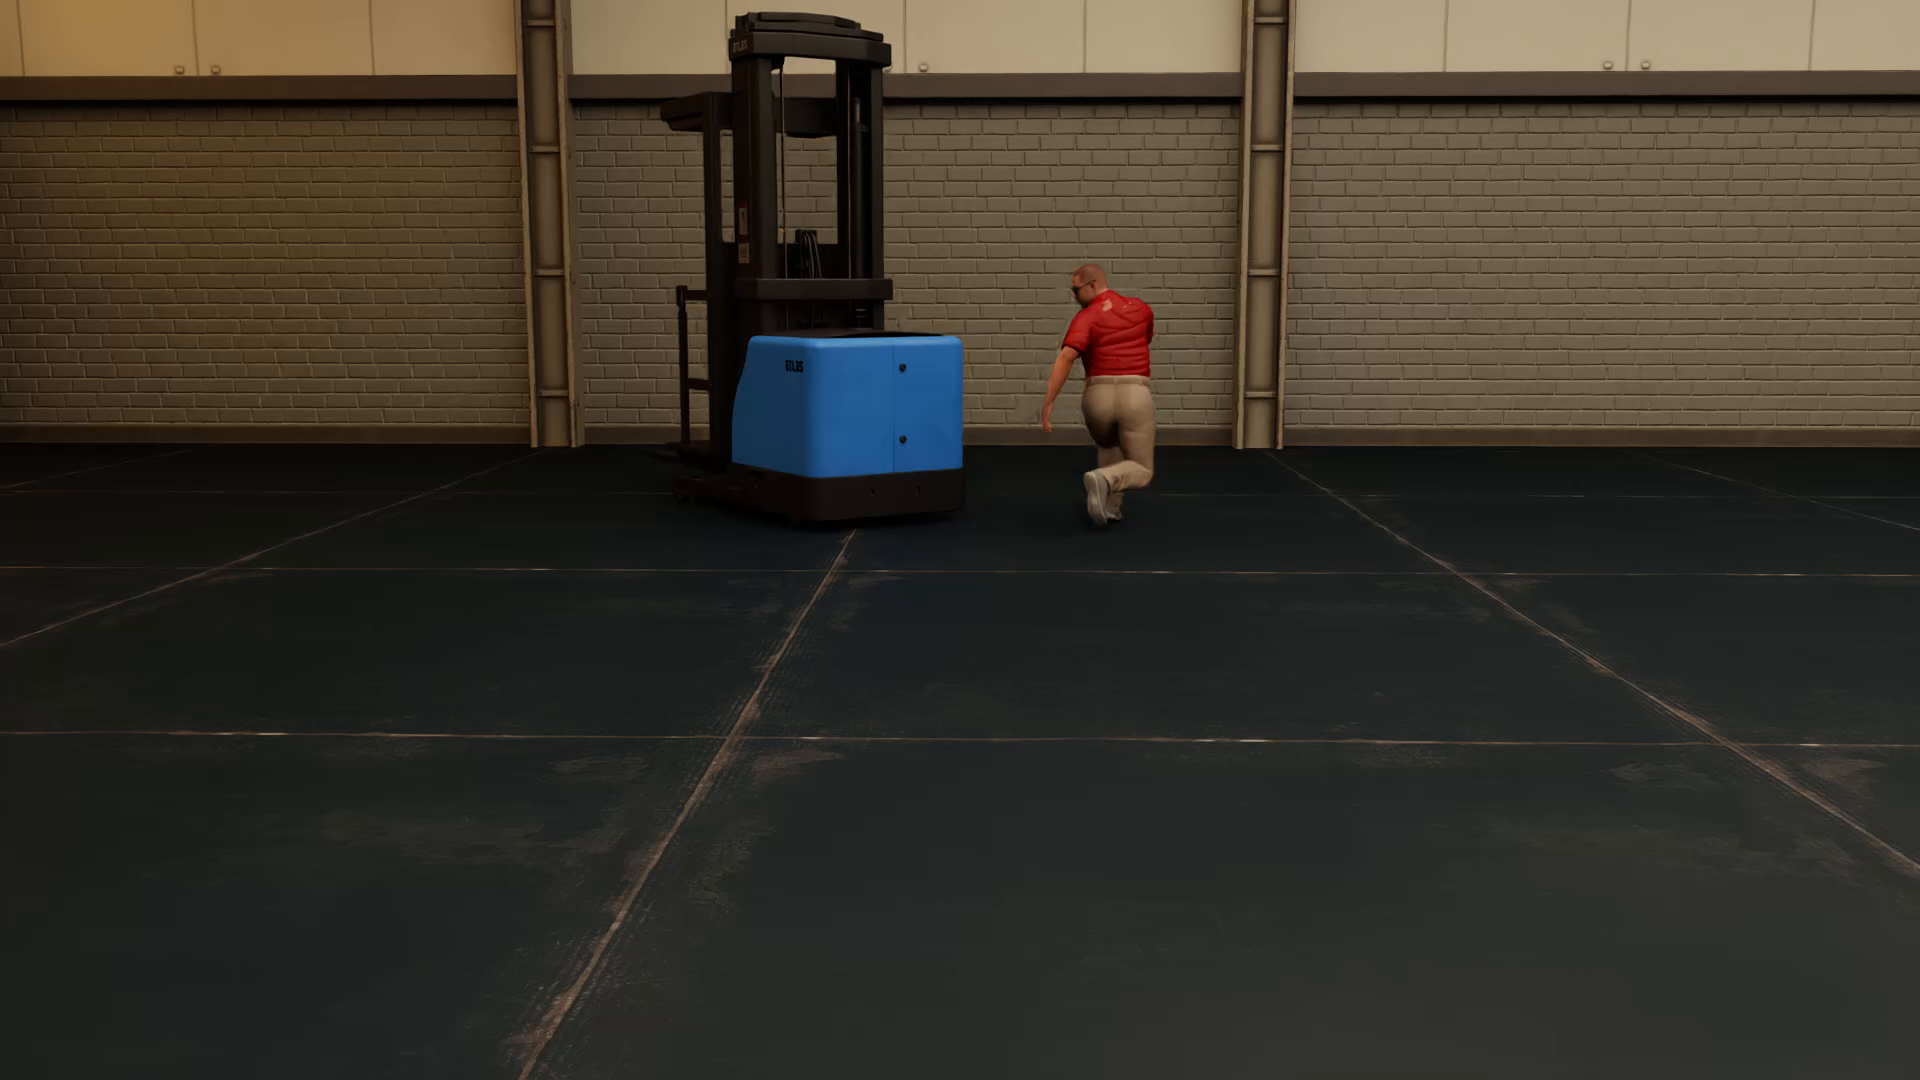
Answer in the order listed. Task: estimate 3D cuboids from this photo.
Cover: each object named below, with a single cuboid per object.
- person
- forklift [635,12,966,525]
[{"bbox_3d":[0.804,-0.822,9.560,0.636,1.515,0.895,1,9,9],"label":"person"},{"bbox_3d":[-1.192,-1.711,10.500,1.130,2.935,3.031,-6,10,-33],"label":"forklift"}]
